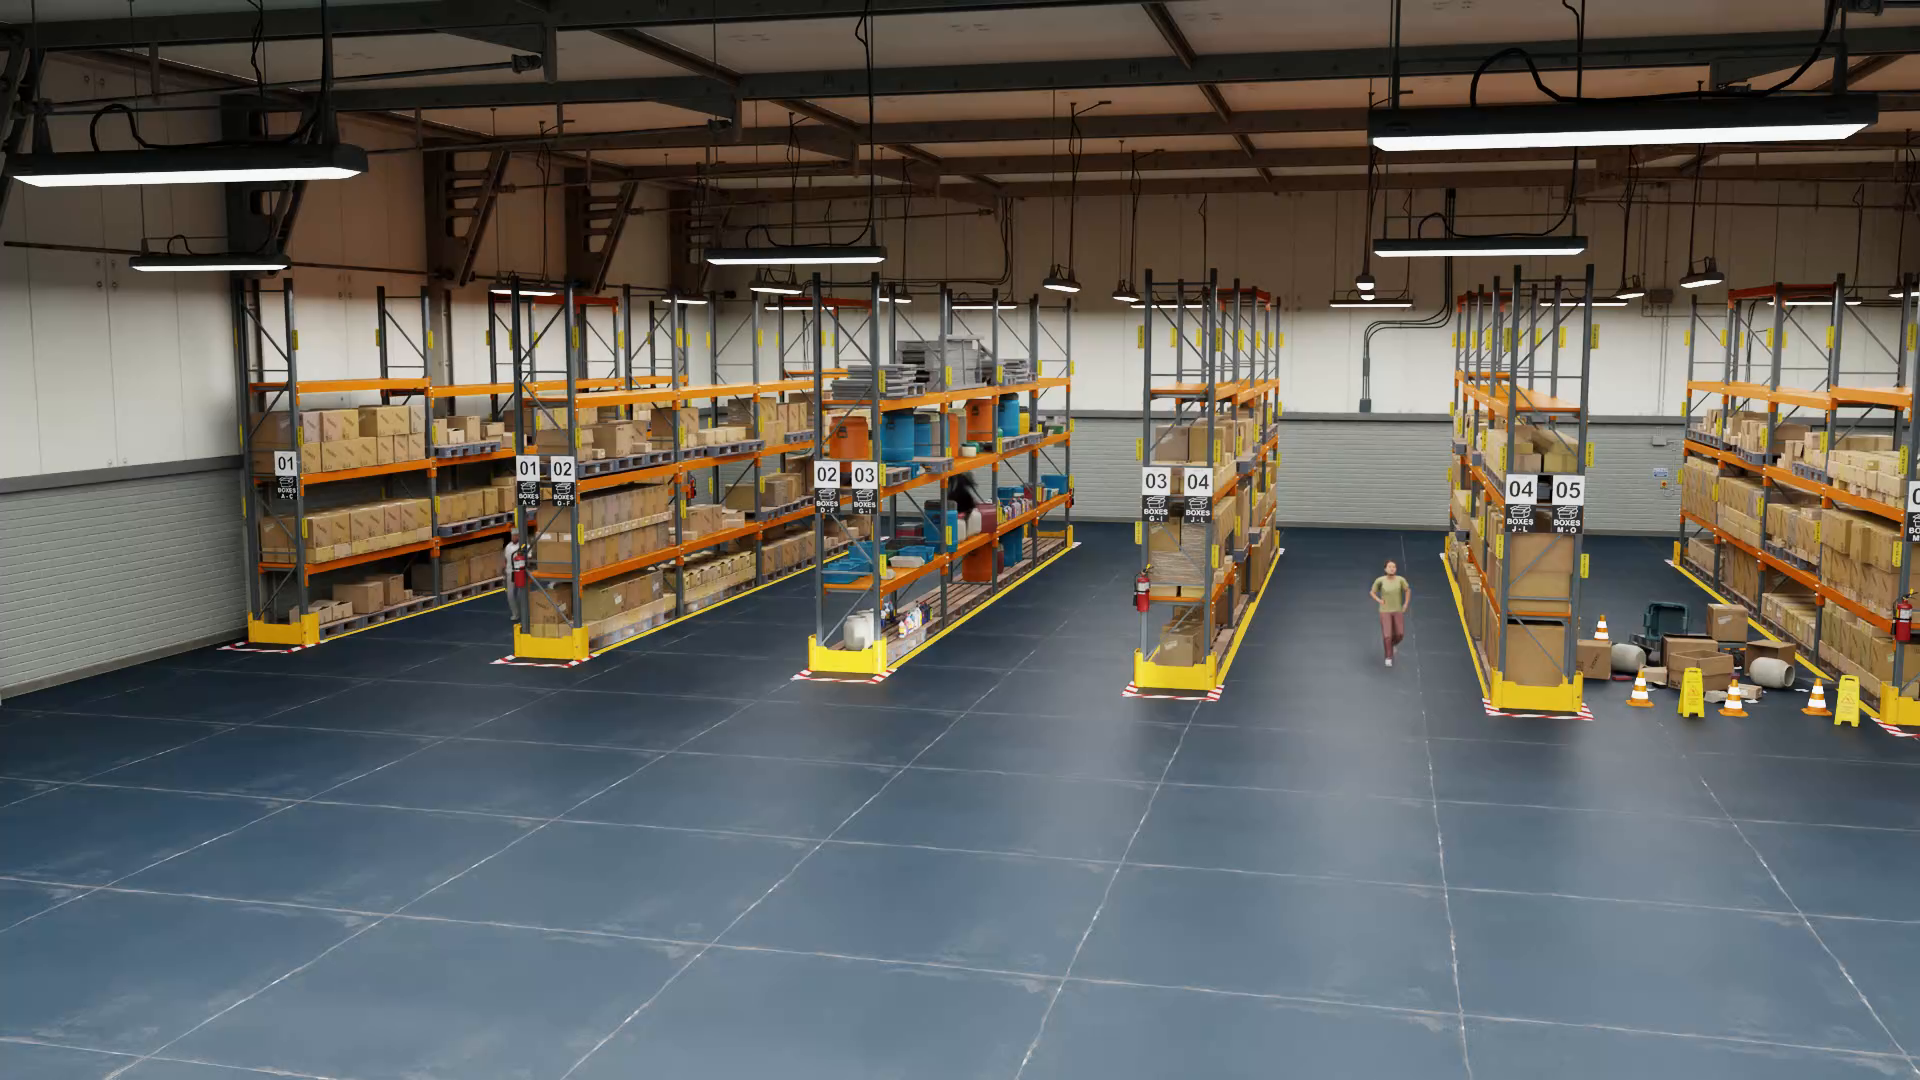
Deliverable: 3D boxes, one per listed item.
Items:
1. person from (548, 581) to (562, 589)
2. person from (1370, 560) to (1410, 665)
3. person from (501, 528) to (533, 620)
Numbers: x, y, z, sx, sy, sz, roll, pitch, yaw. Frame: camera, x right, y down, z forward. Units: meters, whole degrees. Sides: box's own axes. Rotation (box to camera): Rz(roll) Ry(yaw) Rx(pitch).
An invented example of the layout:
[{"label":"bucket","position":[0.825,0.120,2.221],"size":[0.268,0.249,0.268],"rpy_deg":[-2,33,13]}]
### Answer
[{"label":"person","position":[-7.137,0.612,29.775],"size":[0.625,1.727,0.751],"rpy_deg":[1,7,5]},{"label":"person","position":[6.668,1.125,25.760],"size":[0.631,1.609,0.551],"rpy_deg":[0,7,3]},{"label":"person","position":[-7.989,0.592,29.978],"size":[0.576,1.651,0.592],"rpy_deg":[1,7,8]}]
